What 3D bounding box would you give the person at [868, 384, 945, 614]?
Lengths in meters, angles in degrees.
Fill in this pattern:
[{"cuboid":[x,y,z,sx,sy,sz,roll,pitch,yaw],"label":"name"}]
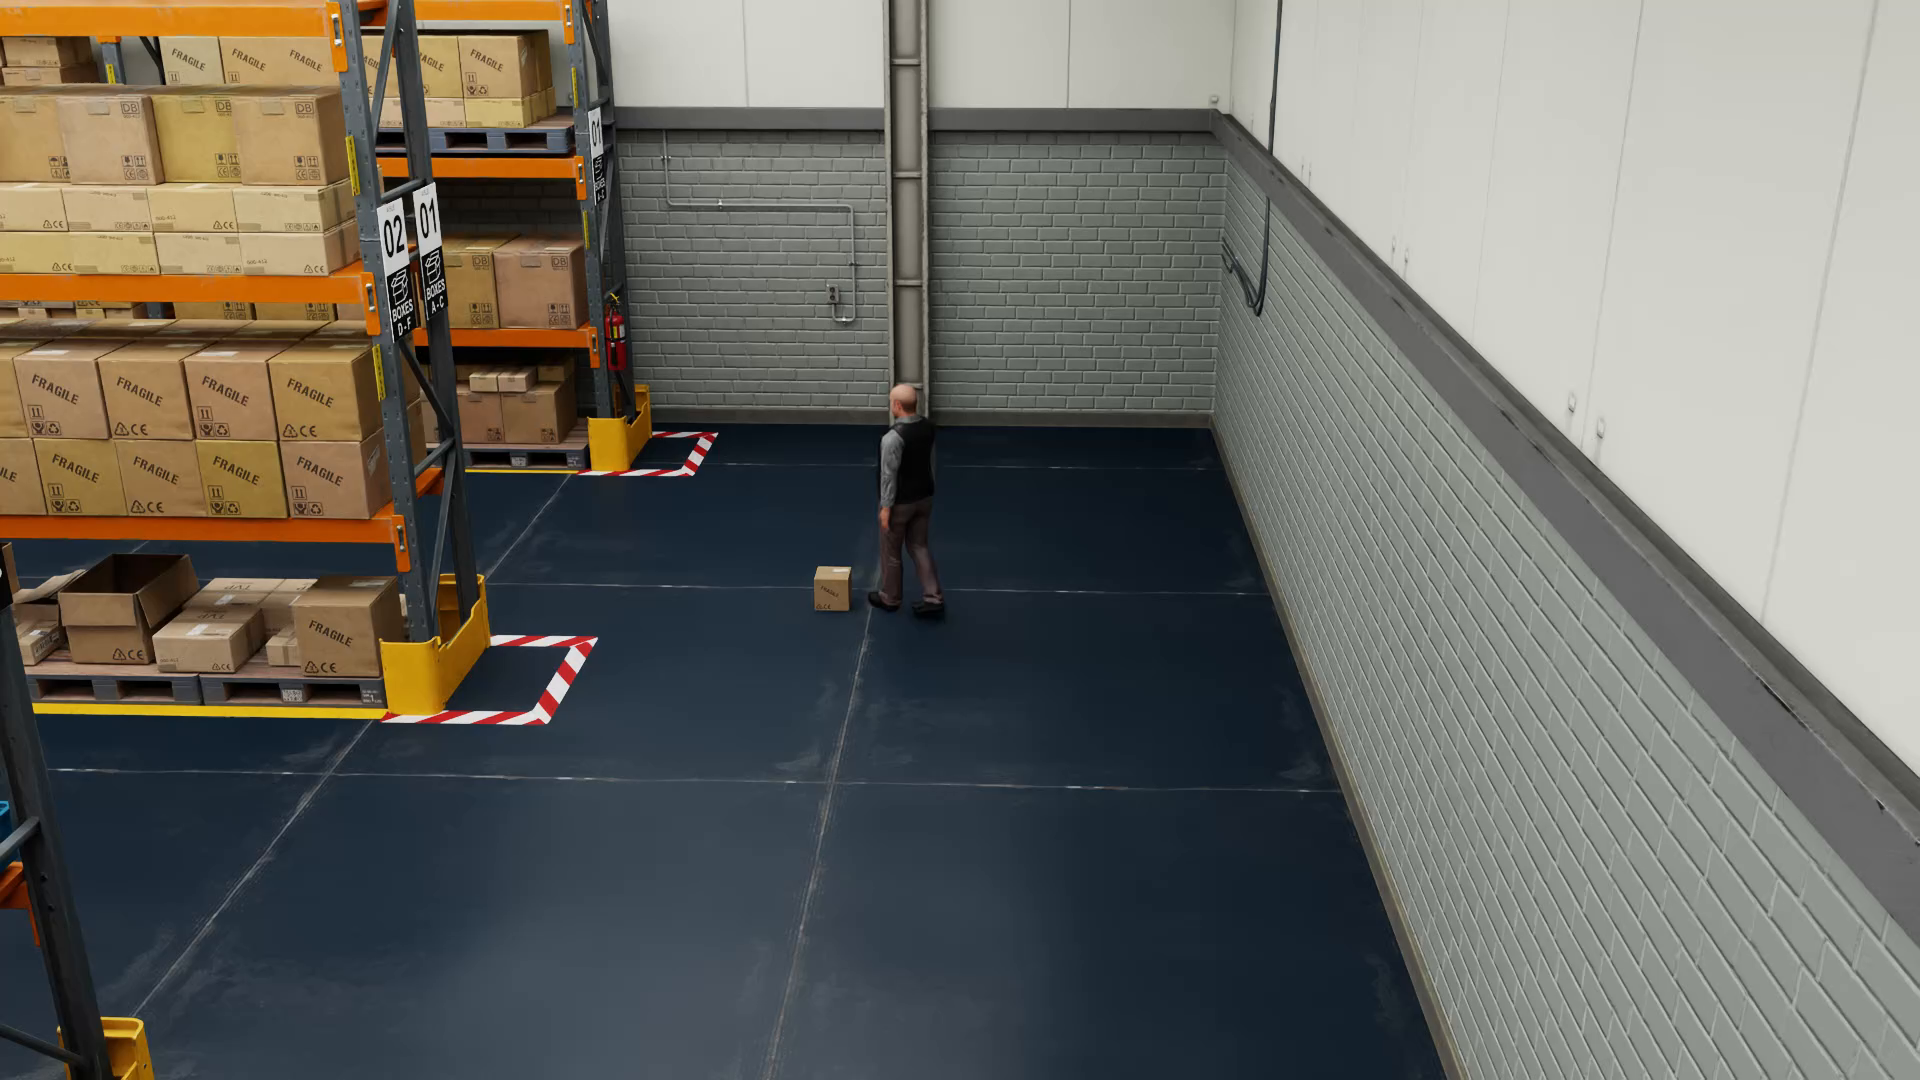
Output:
[{"cuboid":[-0.416,-0.283,11.868,0.659,1.719,0.558,18,27,39],"label":"person"}]
